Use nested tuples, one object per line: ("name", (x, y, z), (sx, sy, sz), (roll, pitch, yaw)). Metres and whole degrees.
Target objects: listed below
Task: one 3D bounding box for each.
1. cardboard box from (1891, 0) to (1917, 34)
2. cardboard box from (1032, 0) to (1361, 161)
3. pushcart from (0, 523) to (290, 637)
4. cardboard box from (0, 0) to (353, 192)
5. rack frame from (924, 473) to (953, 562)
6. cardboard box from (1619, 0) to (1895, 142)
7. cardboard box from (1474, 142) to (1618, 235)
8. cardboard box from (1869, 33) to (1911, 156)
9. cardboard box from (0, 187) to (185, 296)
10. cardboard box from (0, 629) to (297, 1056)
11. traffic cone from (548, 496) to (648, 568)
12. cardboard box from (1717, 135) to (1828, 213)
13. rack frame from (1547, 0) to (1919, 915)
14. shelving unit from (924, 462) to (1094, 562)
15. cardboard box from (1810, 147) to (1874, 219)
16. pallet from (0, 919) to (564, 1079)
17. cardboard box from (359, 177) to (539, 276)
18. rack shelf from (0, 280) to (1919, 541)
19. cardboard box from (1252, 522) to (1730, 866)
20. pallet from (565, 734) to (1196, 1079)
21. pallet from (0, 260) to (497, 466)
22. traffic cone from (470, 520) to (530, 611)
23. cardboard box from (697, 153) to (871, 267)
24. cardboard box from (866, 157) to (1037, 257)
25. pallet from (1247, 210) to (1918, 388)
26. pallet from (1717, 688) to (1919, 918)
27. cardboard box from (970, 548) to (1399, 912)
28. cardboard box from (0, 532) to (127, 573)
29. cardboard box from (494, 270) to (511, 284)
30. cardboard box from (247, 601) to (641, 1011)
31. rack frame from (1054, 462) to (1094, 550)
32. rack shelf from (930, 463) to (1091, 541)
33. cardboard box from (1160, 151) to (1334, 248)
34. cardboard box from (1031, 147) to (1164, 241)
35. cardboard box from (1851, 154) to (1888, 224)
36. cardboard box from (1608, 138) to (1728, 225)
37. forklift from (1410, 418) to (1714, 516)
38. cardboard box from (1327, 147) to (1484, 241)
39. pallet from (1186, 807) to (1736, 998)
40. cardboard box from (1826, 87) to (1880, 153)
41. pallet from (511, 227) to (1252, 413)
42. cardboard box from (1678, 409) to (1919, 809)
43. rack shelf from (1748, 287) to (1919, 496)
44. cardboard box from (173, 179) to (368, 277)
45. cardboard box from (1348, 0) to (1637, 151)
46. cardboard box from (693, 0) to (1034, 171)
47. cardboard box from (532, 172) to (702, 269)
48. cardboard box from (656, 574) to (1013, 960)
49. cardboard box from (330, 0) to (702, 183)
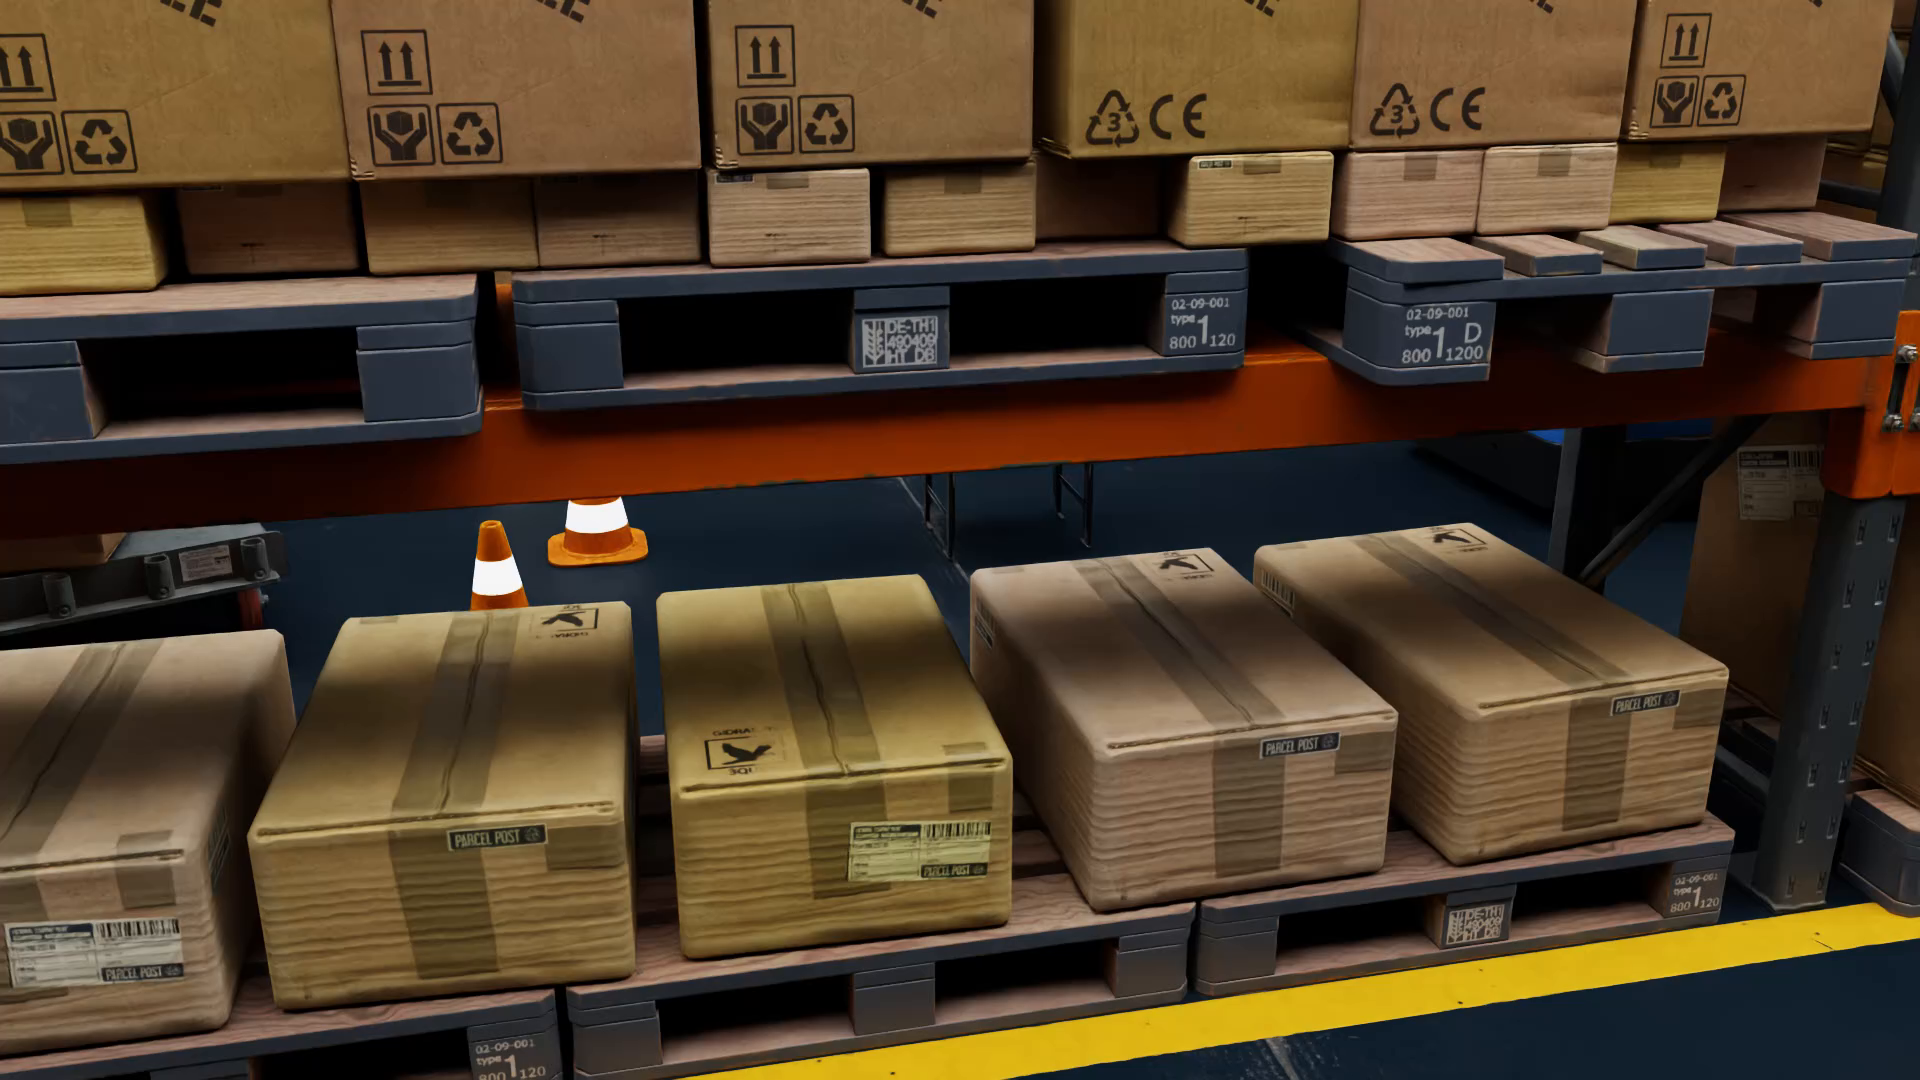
("cardboard box", (2.245, -1.242, 3.245), (0.500, 0.500, 0.500), (-5, 21, -14))
("cardboard box", (0.339, -0.938, 2.827), (0.500, 0.500, 0.500), (-6, 21, -16))
("pushcart", (-2.757, 0.020, 5.211), (0.936, 0.377, 1.648), (-13, 24, -31))
("cardboard box", (-1.174, -0.817, 2.495), (0.500, 0.500, 0.500), (-5, 21, -12))
("rack frame", (-0.076, -0.980, 5.436), (0.015, 2.100, 0.400), (-5, 21, -12))
("cardboard box", (1.331, -1.023, 3.059), (0.500, 0.500, 0.500), (-5, 21, -14))
("cardboard box", (0.965, -0.663, 3.017), (0.250, 0.149, 0.380), (-5, 21, -13))
("cardboard box", (2.259, -0.890, 3.375), (0.500, 0.250, 0.500), (-5, 21, -13))
("cardboard box", (-1.328, -0.486, 2.535), (0.250, 0.149, 0.380), (-4, 21, -11))
("cardboard box", (-1.674, 0.543, 3.183), (0.625, 0.372, 0.950), (-4, 21, -12))
("traffic cone", (-1.247, -0.185, 5.647), (0.334, 0.463, 0.336), (-5, 21, -12))
("cardboard box", (1.444, -0.743, 3.237), (0.250, 0.149, 0.380), (-4, 20, -10))
("rack frame", (1.709, -0.768, 3.551), (0.127, 3.000, 1.000), (-5, 21, -12))
("shelving unit", (0.161, -0.999, 5.489), (0.503, 2.100, 0.431), (-5, 21, -12))
("cardboard box", (2.142, -0.825, 3.924), (0.500, 0.250, 0.500), (-5, 21, -14))
("pallet", (-1.426, 0.795, 3.336), (1.213, 0.211, 1.003), (-5, 21, -12))
("cardboard box", (-0.810, -0.540, 2.683), (0.250, 0.149, 0.380), (-4, 21, -12))
("rack shelf", (-0.237, -0.272, 3.243), (4.000, 0.370, 1.077), (-5, 21, -12))
("cardboard box", (1.157, 0.310, 3.818), (0.625, 0.372, 0.950), (-6, 21, -16))
("pallet", (-0.237, 0.698, 3.603), (1.213, 0.211, 1.003), (-5, 21, -12))
("pallet", (-1.406, -0.374, 2.752), (1.213, 0.211, 1.003), (-5, 21, -12))
("traffic cone", (-1.299, 0.173, 4.671), (0.334, 0.463, 0.336), (-5, 21, -12))
("cardboard box", (-0.298, -0.563, 2.745), (0.250, 0.149, 0.380), (-4, 20, -10))
("cardboard box", (-0.045, -0.594, 2.829), (0.250, 0.149, 0.380), (-5, 21, -14))
("pallet", (1.040, -0.586, 3.333), (1.003, 0.211, 1.213), (-5, 21, -12))
("pallet", (2.494, 0.504, 4.133), (1.213, 0.211, 1.003), (-5, 21, -12))
("cardboard box", (0.441, 0.371, 3.651), (0.625, 0.372, 0.950), (-5, 21, -14))
("cardboard box", (-2.622, -0.227, 4.607), (0.500, 0.500, 0.500), (-5, 21, -12))
("cardboard box", (-1.898, -1.396, 7.925), (0.750, 0.750, 1.050), (-5, 21, -12))
("cardboard box", (-0.975, 0.484, 3.341), (0.625, 0.372, 0.950), (-3, 20, -9))
("rack frame", (0.399, -1.018, 5.542), (0.015, 2.100, 0.400), (-5, 21, -12))
("rack shelf", (0.161, -0.329, 5.735), (0.480, 0.518, 0.431), (-5, 21, -12))
("cardboard box", (0.454, -0.619, 2.898), (0.250, 0.149, 0.380), (-4, 21, -12))
("cardboard box", (0.180, -0.641, 2.959), (0.250, 0.149, 0.380), (-4, 21, -12))
("cardboard box", (2.243, -0.653, 3.453), (0.500, 0.250, 0.500), (-5, 21, -13))
("cardboard box", (1.200, -0.698, 3.113), (0.250, 0.149, 0.380), (-4, 21, -12))
("forklift", (3.386, -1.724, 6.259), (3.031, 2.935, 1.130), (-6, 21, -16))
("cardboard box", (0.718, -0.645, 2.970), (0.250, 0.149, 0.380), (-6, 21, -15))
("pallet", (0.948, 0.602, 3.864), (1.213, 0.211, 1.003), (-5, 21, -12))
("cardboard box", (2.122, -1.056, 3.828), (0.500, 0.250, 0.500), (-5, 21, -13))
("pallet", (-0.208, -0.508, 3.119), (1.213, 0.211, 1.003), (-5, 21, -12))
("cardboard box", (2.400, 0.005, 3.918), (0.875, 0.875, 0.875), (-5, 21, -13))
("rack shelf", (3.656, -0.589, 4.107), (4.000, 0.370, 1.077), (-5, 21, -12))
("cardboard box", (-1.070, -0.534, 2.666), (0.250, 0.149, 0.380), (-3, 20, -9))
("cardboard box", (0.830, -0.979, 2.937), (0.500, 0.500, 0.500), (-5, 21, -13))
("cardboard box", (-0.192, -0.895, 2.710), (0.500, 0.500, 0.500), (-6, 21, -15))
("cardboard box", (-0.569, -0.559, 2.735), (0.250, 0.149, 0.380), (-4, 21, -12))
("cardboard box", (-0.298, 0.429, 3.493), (0.625, 0.372, 0.950), (-4, 20, -11))
("cardboard box", (-0.690, -0.851, 2.589), (0.500, 0.500, 0.500), (-5, 21, -13))
